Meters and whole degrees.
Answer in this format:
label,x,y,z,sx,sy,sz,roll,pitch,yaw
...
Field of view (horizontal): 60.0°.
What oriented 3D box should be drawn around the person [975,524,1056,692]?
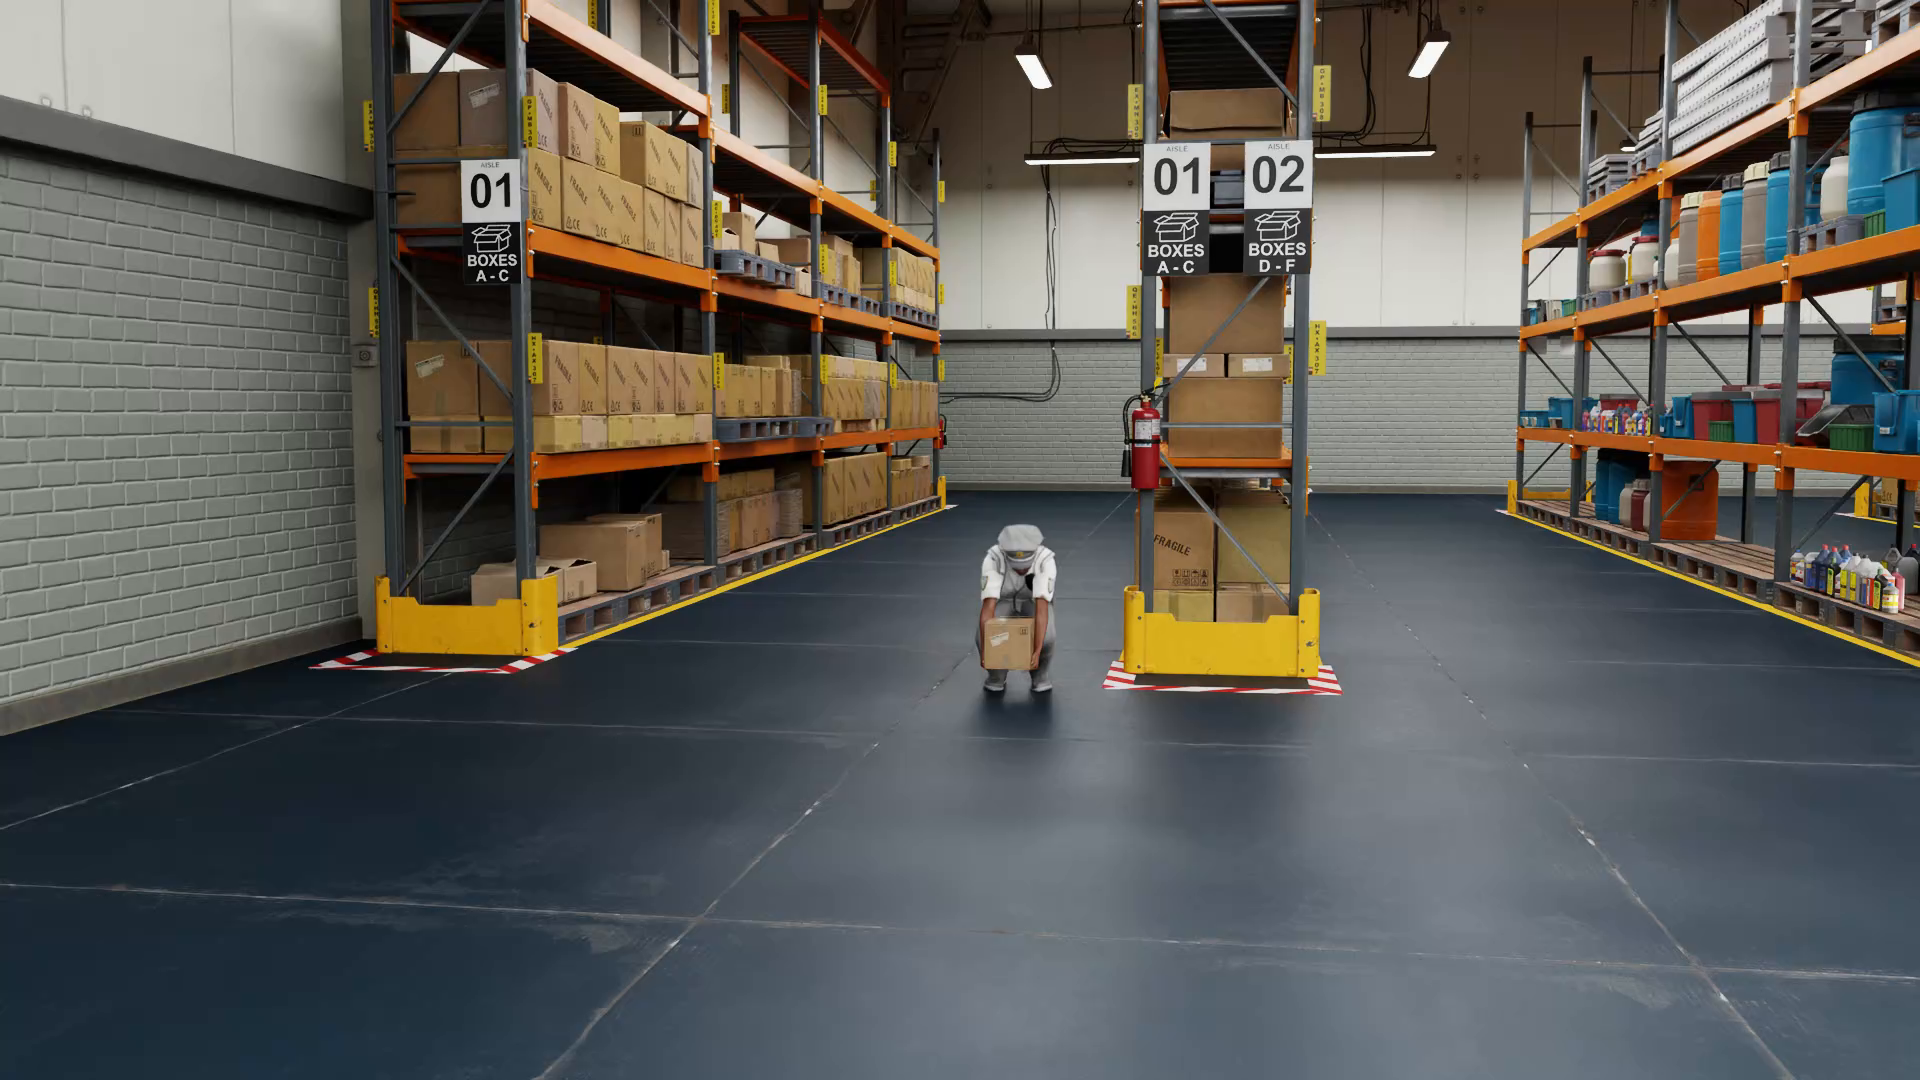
label,x,y,z,sx,sy,sz,roll,pitch,yaw
person,0.321,0.384,9.439,0.458,0.985,0.860,0,5,6
